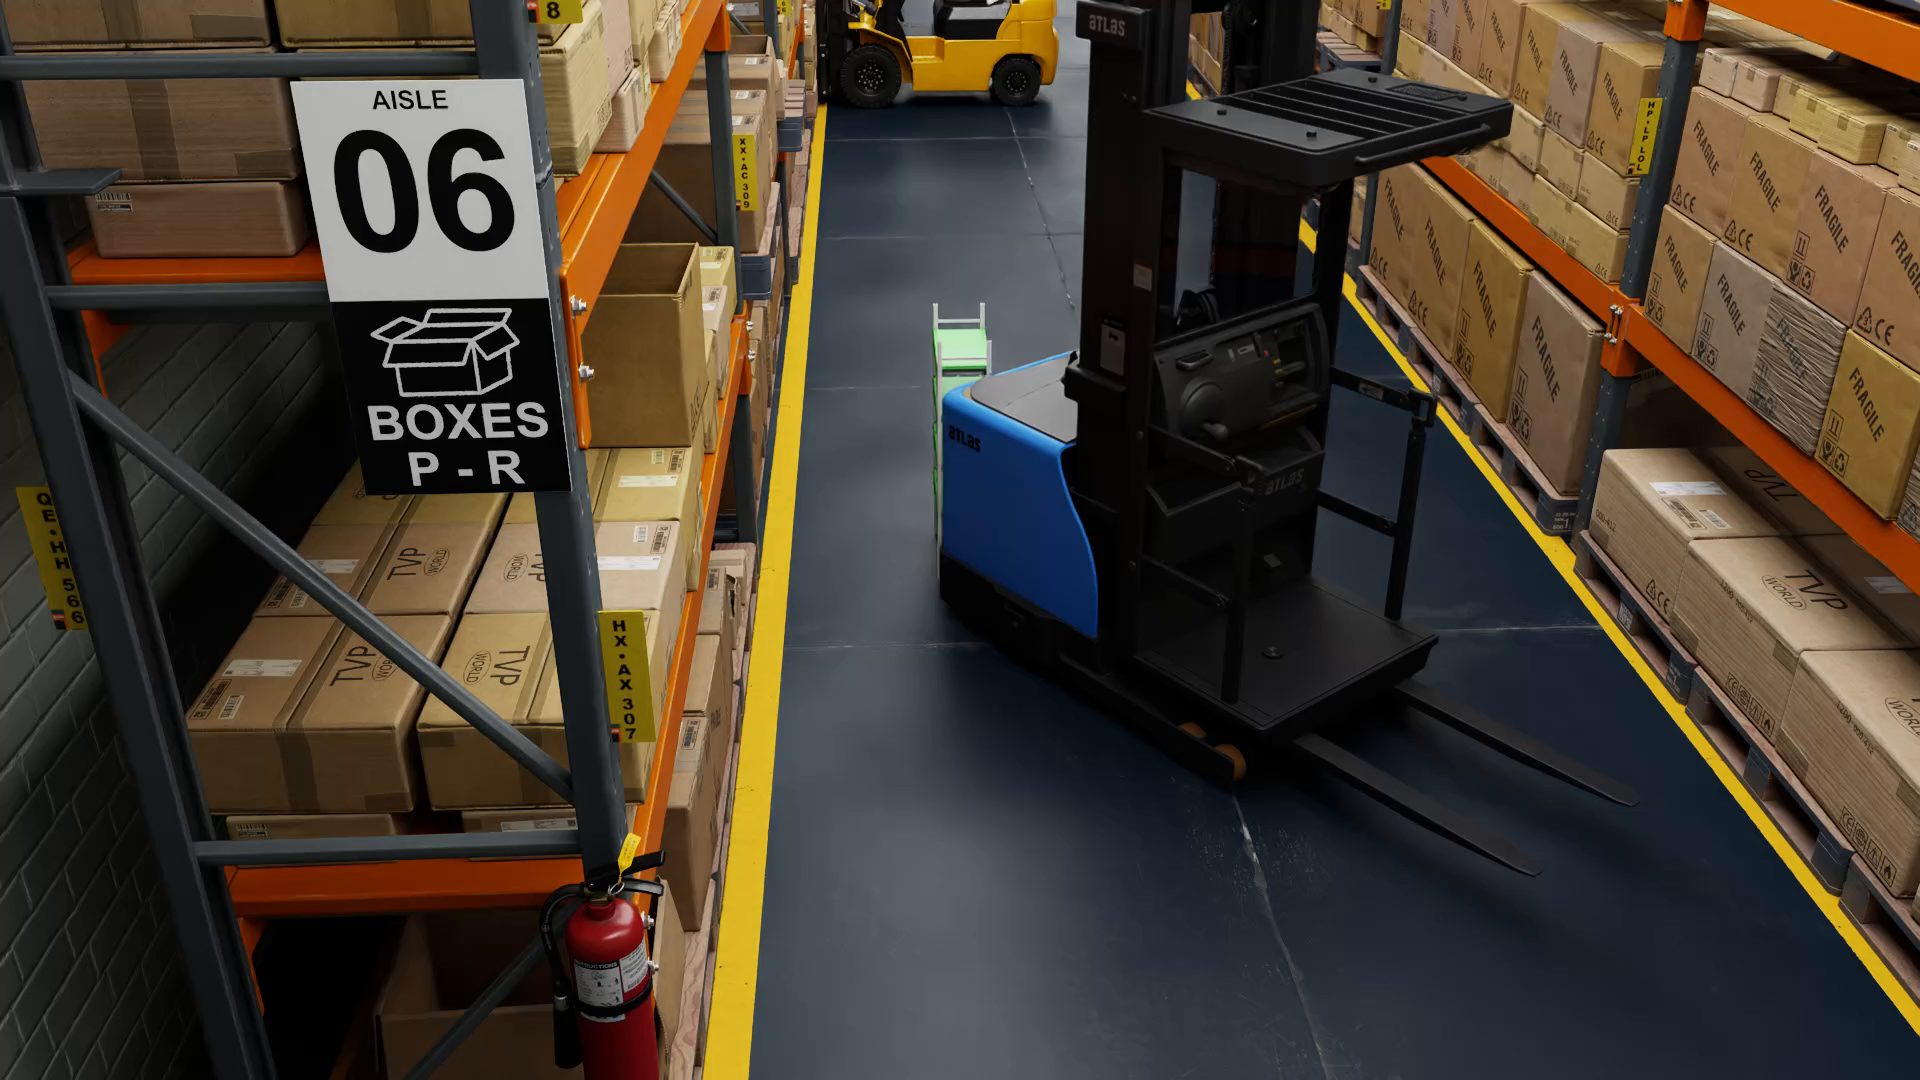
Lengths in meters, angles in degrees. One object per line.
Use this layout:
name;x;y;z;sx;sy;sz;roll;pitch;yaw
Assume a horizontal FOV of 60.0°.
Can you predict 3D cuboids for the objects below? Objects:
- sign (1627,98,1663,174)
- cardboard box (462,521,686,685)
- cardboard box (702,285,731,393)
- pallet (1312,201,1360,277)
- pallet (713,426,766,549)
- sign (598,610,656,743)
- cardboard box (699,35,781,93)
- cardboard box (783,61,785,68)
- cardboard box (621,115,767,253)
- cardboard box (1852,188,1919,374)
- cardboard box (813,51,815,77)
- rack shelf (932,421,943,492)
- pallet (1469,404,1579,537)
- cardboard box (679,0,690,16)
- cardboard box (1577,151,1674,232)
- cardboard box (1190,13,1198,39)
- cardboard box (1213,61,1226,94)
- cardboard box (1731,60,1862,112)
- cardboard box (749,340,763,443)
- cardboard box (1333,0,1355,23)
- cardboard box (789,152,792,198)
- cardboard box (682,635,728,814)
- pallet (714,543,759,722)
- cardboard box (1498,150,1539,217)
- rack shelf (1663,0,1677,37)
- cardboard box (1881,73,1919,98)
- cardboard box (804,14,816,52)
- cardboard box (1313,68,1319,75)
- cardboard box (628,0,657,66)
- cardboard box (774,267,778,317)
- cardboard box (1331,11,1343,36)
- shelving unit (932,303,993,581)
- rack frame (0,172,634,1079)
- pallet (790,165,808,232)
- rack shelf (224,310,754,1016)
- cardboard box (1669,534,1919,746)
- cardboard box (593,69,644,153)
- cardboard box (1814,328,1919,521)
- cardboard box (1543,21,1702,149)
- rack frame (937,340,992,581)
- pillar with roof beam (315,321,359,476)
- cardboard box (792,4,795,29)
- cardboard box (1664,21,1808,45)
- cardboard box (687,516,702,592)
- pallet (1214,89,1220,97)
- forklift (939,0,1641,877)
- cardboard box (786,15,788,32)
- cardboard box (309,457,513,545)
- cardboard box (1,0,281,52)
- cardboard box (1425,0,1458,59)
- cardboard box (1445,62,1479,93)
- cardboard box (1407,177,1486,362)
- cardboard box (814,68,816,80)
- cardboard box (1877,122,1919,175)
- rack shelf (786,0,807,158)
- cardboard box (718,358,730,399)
sign;2.959;-1.741;7.178;0.100;0.325;0.005;-1;28;-3
cardboard box;-1.028;0.174;4.513;0.500;0.250;0.500;-1;28;-2
cardboard box;-1.145;-0.764;6.312;0.500;0.250;0.500;-1;28;-2
pallet;3.253;-2.252;12.340;1.003;0.211;1.213;-1;28;-3
pallet;-1.536;-0.297;8.592;1.003;0.211;1.213;-1;28;-3
sign;-0.705;0.291;3.512;0.100;0.325;0.005;-1;28;-3
cardboard box;-1.395;-2.489;9.212;0.797;0.503;0.637;-2;28;-4
cardboard box;-1.444;-3.150;11.209;0.500;0.250;0.500;-1;28;-2
cardboard box;-1.258;-1.618;7.547;0.700;0.500;0.500;-1;28;-1
cardboard box;3.343;-0.839;5.426;0.500;0.500;0.500;-2;28;-3
cardboard box;-1.619;-4.505;15.623;0.500;0.250;0.500;-2;28;-3
rack shelf;0.005;-0.401;7.859;0.258;0.148;0.480;-1;28;-3
pallet;3.385;-0.399;8.786;1.003;0.211;1.213;-1;28;-3
cardboard box;-1.119;-1.868;5.615;0.380;0.149;0.250;-1;28;-3
cardboard box;3.235;-1.633;7.760;0.500;0.250;0.500;-1;28;-3
cardboard box;2.674;-5.490;17.241;0.500;0.500;0.500;-2;28;-5
cardboard box;2.746;-4.454;16.066;0.500;0.250;0.500;-2;28;-4
cardboard box;3.288;-1.786;6.539;0.380;0.149;0.250;-1;28;-2
cardboard box;-1.294;-0.711;8.619;0.500;0.500;0.500;-2;28;-3
cardboard box;2.953;-3.932;11.661;0.500;0.500;0.500;-2;28;-3
cardboard box;-1.761;-3.040;12.949;0.875;0.625;0.625;-2;28;-5
cardboard box;-1.118;0.683;5.945;0.500;0.500;0.500;-1;28;-2
pallet;-1.421;0.395;7.265;1.003;0.211;1.213;-1;28;-3
cardboard box;3.193;-1.884;8.780;0.500;0.250;0.500;-2;28;-4
rack shelf;3.396;-3.215;8.705;1.077;0.370;4.000;-1;28;-3
cardboard box;3.743;-1.681;6.339;0.380;0.149;0.250;-1;28;-3
cardboard box;-1.602;-4.731;15.515;0.500;0.250;0.500;-1;28;-3
cardboard box;3.322;-4.553;15.445;0.500;0.500;0.500;0;28;0
cardboard box;-1.059;-1.389;4.267;0.500;0.250;0.500;-2;28;-4
cardboard box;-1.412;-1.663;10.443;0.500;0.500;0.500;-2;28;-3
cardboard box;2.891;-3.702;11.922;0.380;0.149;0.250;-3;28;-5
shelving unit;0.006;-0.458;7.829;0.258;1.200;0.503;-1;28;-3
rack frame;-1.247;0.688;3.687;1.000;3.000;0.127;-1;28;-3
pallet;-1.729;-2.713;13.223;1.003;0.211;1.213;-1;28;-3
rack shelf;-1.351;0.084;5.624;1.077;0.370;4.000;-1;28;-3
cardboard box;3.474;0.375;6.603;0.875;0.438;0.875;-2;28;-4
cardboard box;-0.978;-1.040;4.028;0.380;0.149;0.250;-1;28;-2
cardboard box;3.332;-0.402;5.668;0.500;0.500;0.500;-1;28;-1
cardboard box;3.192;-2.207;8.049;0.500;0.500;0.500;-1;28;-2
rack frame;0.018;-0.345;7.613;0.240;1.200;0.015;-1;28;-3
pillar with roof beam;1.980;-3.579;5.382;9.100;9.000;0.400;-1;28;-3
cardboard box;-1.559;-4.098;13.026;0.500;0.250;0.500;-1;28;-2
cardboard box;3.711;-2.213;8.059;0.500;0.500;0.500;-2;28;-3
cardboard box;-1.008;0.045;5.191;0.380;0.149;0.250;-2;28;-4
pallet;3.013;-4.048;15.783;1.003;0.211;1.213;-1;28;-3
forklift;1.231;-0.609;6.247;1.130;2.935;3.031;-21;34;-34
cardboard box;-1.469;-3.603;11.537;0.500;0.250;0.500;-1;28;-1
cardboard box;-1.583;-0.050;4.943;0.500;0.250;0.500;-1;28;-1
cardboard box;-1.549;-1.127;3.224;0.500;0.250;0.500;-2;28;-4
cardboard box;3.109;-3.153;9.862;0.500;0.500;0.500;-1;28;-2
cardboard box;3.111;-2.574;9.563;0.500;0.250;0.500;-1;28;-3
cardboard box;3.287;-1.639;9.992;0.875;0.875;0.875;-1;28;-2
cardboard box;-1.610;-4.286;15.743;0.500;0.250;0.500;-2;28;-4
cardboard box;3.375;-1.315;5.637;0.380;0.149;0.250;-1;28;-3
rack shelf;-1.769;-3.611;12.707;1.077;0.370;4.000;-1;28;-3
cardboard box;-1.114;-0.667;6.557;0.380;0.149;0.250;-1;28;-1
